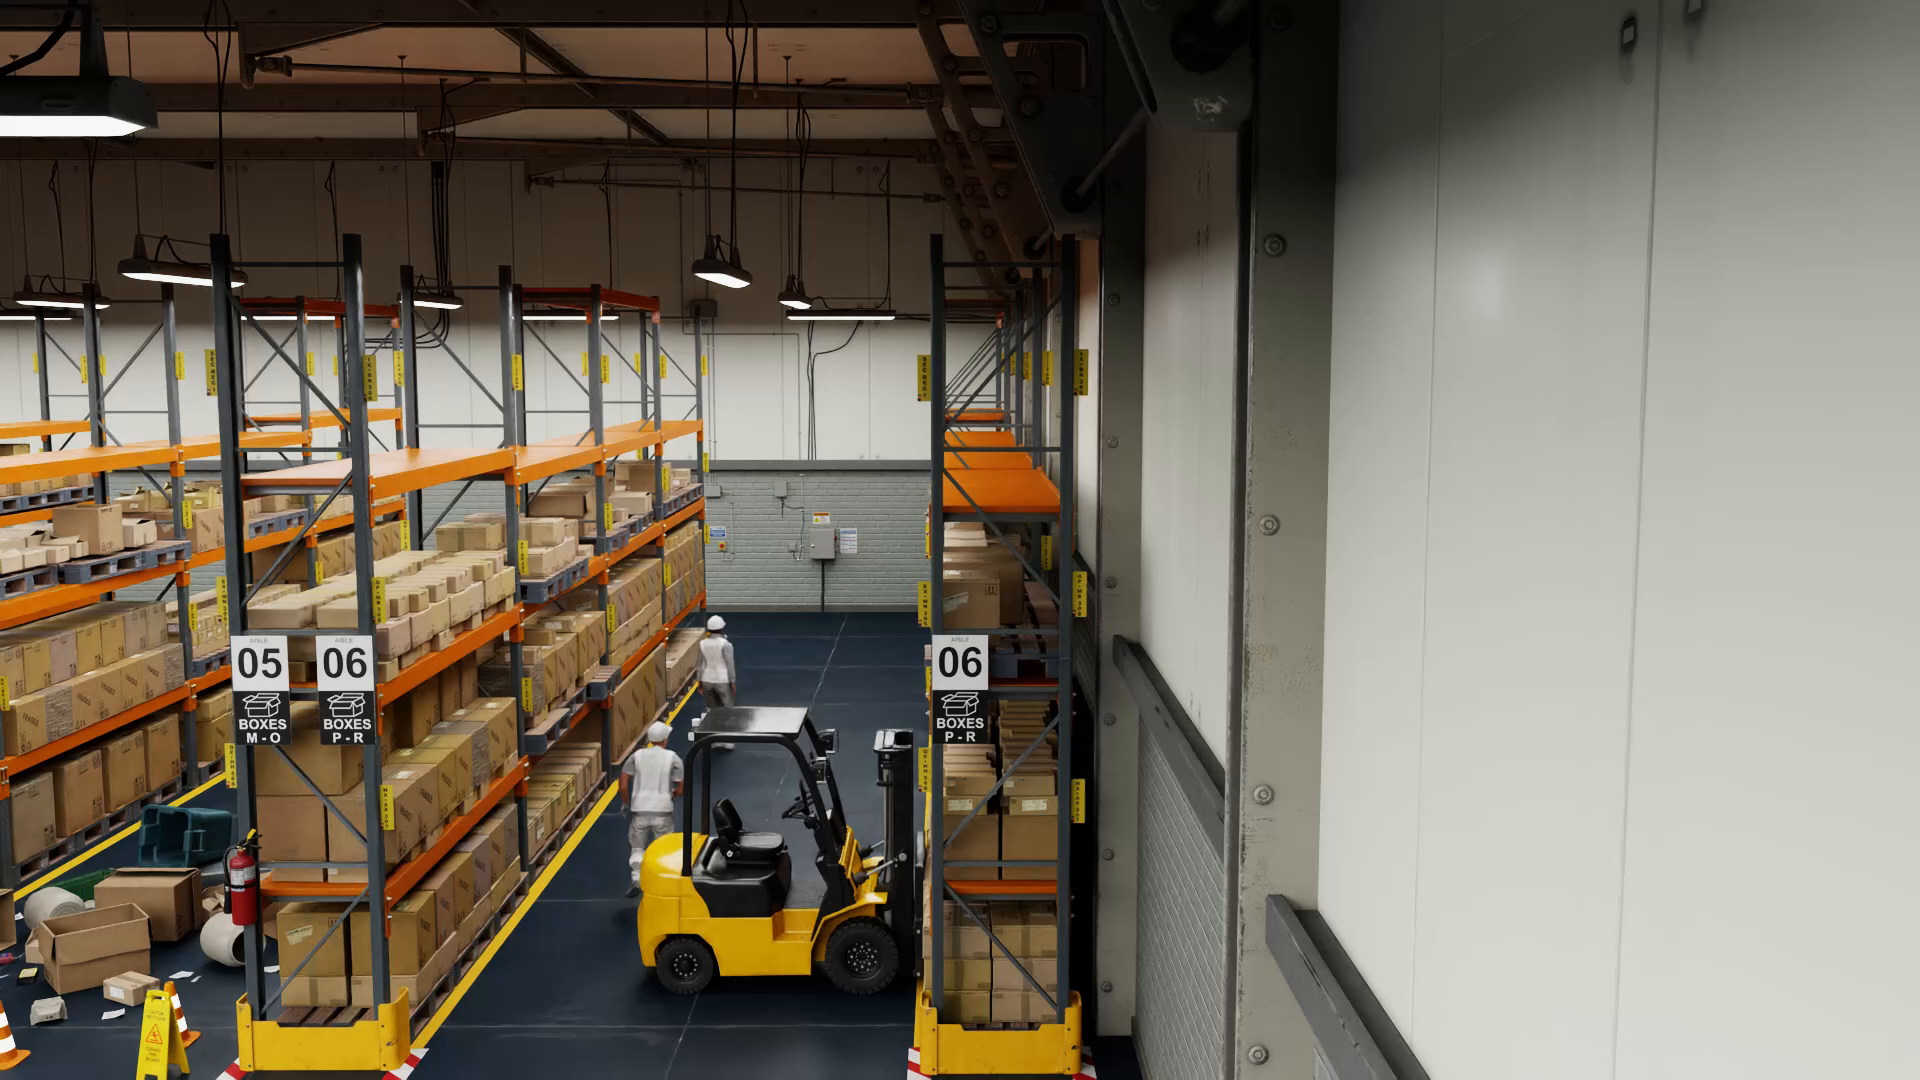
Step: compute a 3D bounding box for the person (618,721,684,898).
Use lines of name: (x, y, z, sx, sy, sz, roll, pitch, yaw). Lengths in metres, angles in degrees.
person: (-2.925, 2.589, 15.865, 0.656, 1.684, 0.759, 0, 6, 0)

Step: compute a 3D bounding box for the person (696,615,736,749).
person: (-3.212, 1.879, 21.875, 0.570, 1.773, 0.502, 3, 7, 23)
